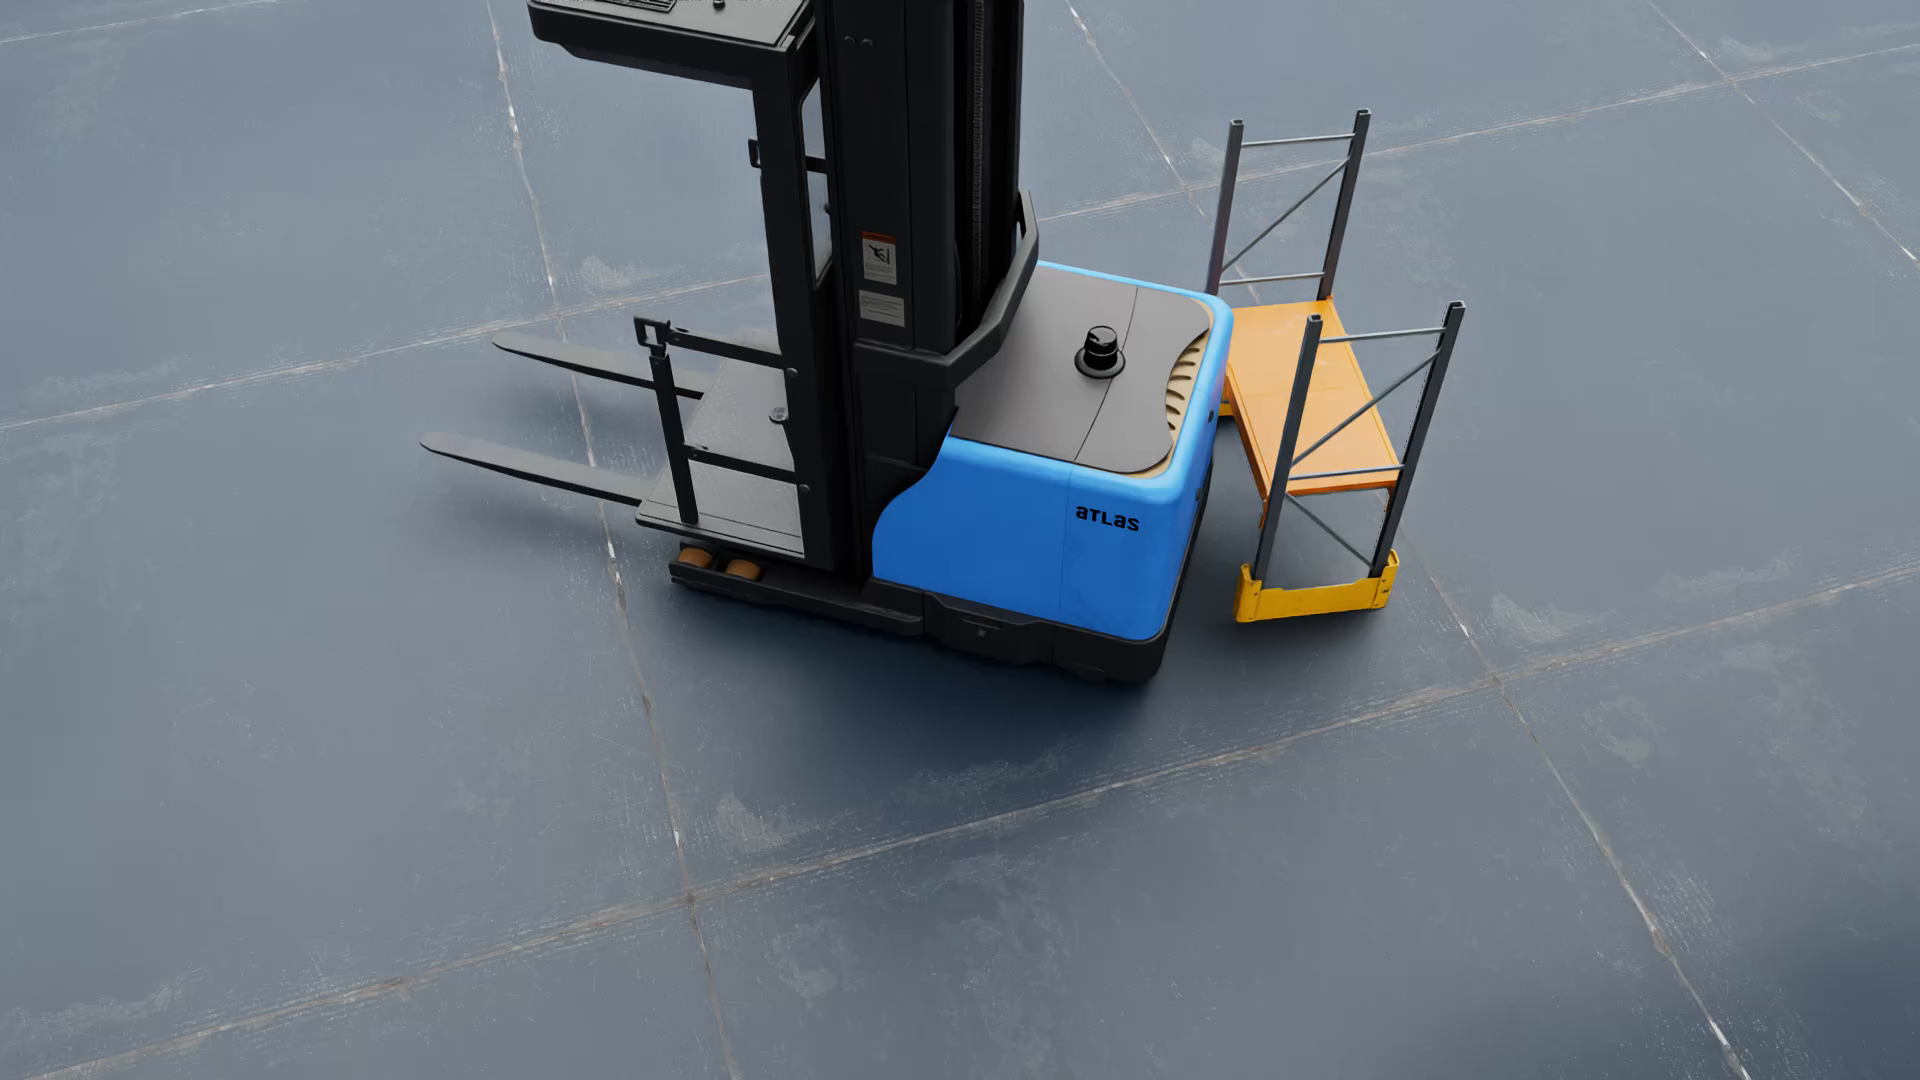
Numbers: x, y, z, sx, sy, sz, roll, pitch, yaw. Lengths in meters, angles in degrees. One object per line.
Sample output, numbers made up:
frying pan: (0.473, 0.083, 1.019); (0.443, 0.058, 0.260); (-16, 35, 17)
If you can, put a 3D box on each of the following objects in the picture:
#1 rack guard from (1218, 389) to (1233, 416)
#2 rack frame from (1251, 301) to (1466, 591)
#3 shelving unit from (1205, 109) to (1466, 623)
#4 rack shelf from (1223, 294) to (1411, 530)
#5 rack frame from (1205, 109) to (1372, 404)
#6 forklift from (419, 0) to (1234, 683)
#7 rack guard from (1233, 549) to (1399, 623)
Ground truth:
rack guard: (1.198, -0.583, 6.867); (0.587, 0.250, 0.087); (-6, 50, -5)
rack frame: (1.330, -0.230, 5.752); (0.500, 1.500, 0.032); (-6, 50, -5)
shelving unit: (1.264, -0.608, 6.071); (0.587, 1.500, 1.083); (-6, 50, -5)
rack shelf: (1.263, -0.499, 6.215); (0.538, 0.185, 1.000); (-6, 50, -5)
rack frame: (1.195, -1.000, 6.402); (0.500, 1.500, 0.032); (-6, 50, -5)
forklift: (-0.595, -1.086, 5.538); (3.031, 2.935, 1.130); (13, 51, 11)
rack guard: (1.330, 0.172, 6.231); (0.587, 0.250, 0.087); (-6, 50, -5)
